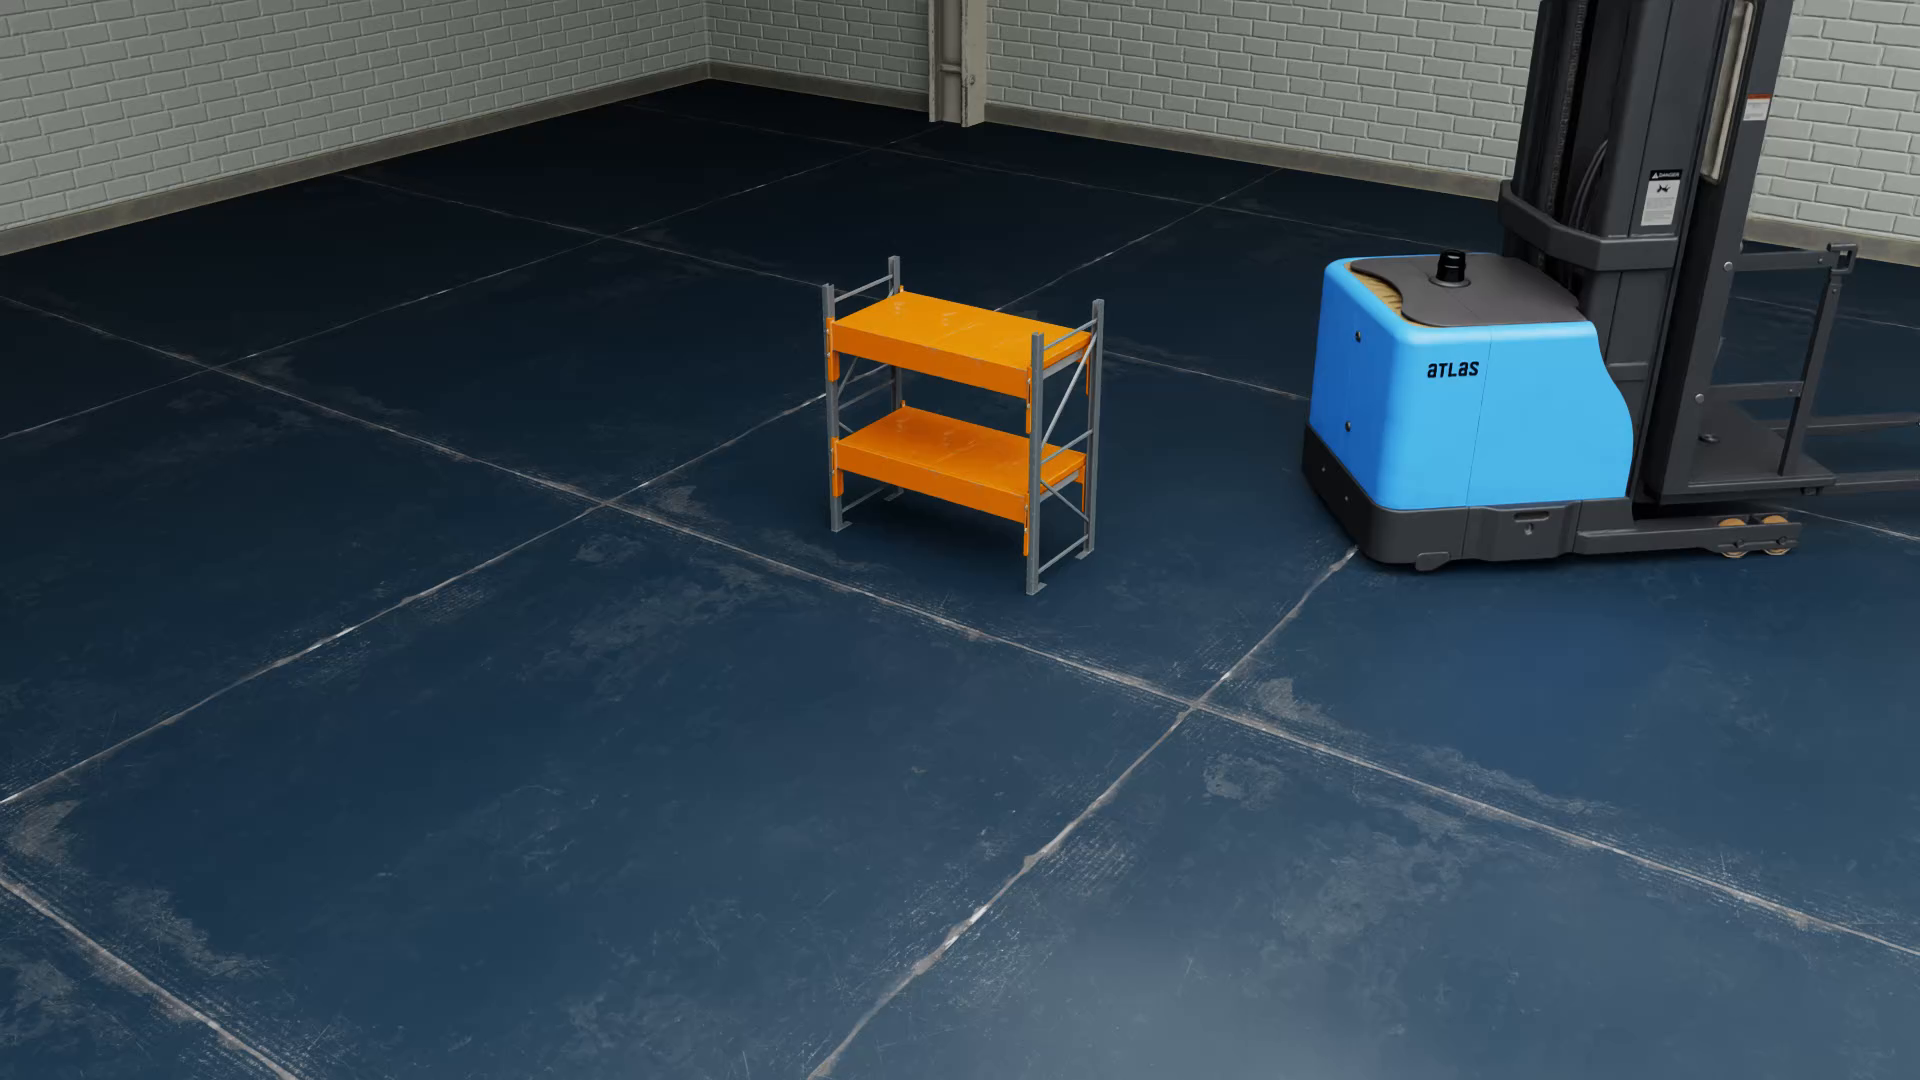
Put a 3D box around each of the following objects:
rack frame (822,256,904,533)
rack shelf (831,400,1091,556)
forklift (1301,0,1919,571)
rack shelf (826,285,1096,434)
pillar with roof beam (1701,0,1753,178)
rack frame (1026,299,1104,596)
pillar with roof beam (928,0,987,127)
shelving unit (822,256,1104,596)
[{"bbox_3d":[-0.413,-0.630,7.248,0.032,1.125,0.500,17,32,30],"label":"rack frame"},{"bbox_3d":[0.006,-0.282,7.102,1.000,0.278,0.538,17,32,30],"label":"rack shelf"},{"bbox_3d":[3.145,-1.464,6.895,3.031,2.935,1.130,-3,27,-7],"label":"forklift"},{"bbox_3d":[0.006,-0.760,6.859,1.000,0.278,0.538,17,32,30],"label":"rack shelf"},{"bbox_3d":[2.487,-4.482,6.135,0.400,9.000,9.100,17,32,30],"label":"pillar with roof beam"},{"bbox_3d":[0.425,-0.369,6.735,0.032,1.125,0.500,17,32,30],"label":"rack frame"},{"bbox_3d":[-2.459,-6.023,9.163,0.400,9.000,9.100,17,32,30],"label":"pillar with roof beam"},{"bbox_3d":[0.006,-0.500,6.991,1.048,1.125,0.538,17,32,30],"label":"shelving unit"}]
